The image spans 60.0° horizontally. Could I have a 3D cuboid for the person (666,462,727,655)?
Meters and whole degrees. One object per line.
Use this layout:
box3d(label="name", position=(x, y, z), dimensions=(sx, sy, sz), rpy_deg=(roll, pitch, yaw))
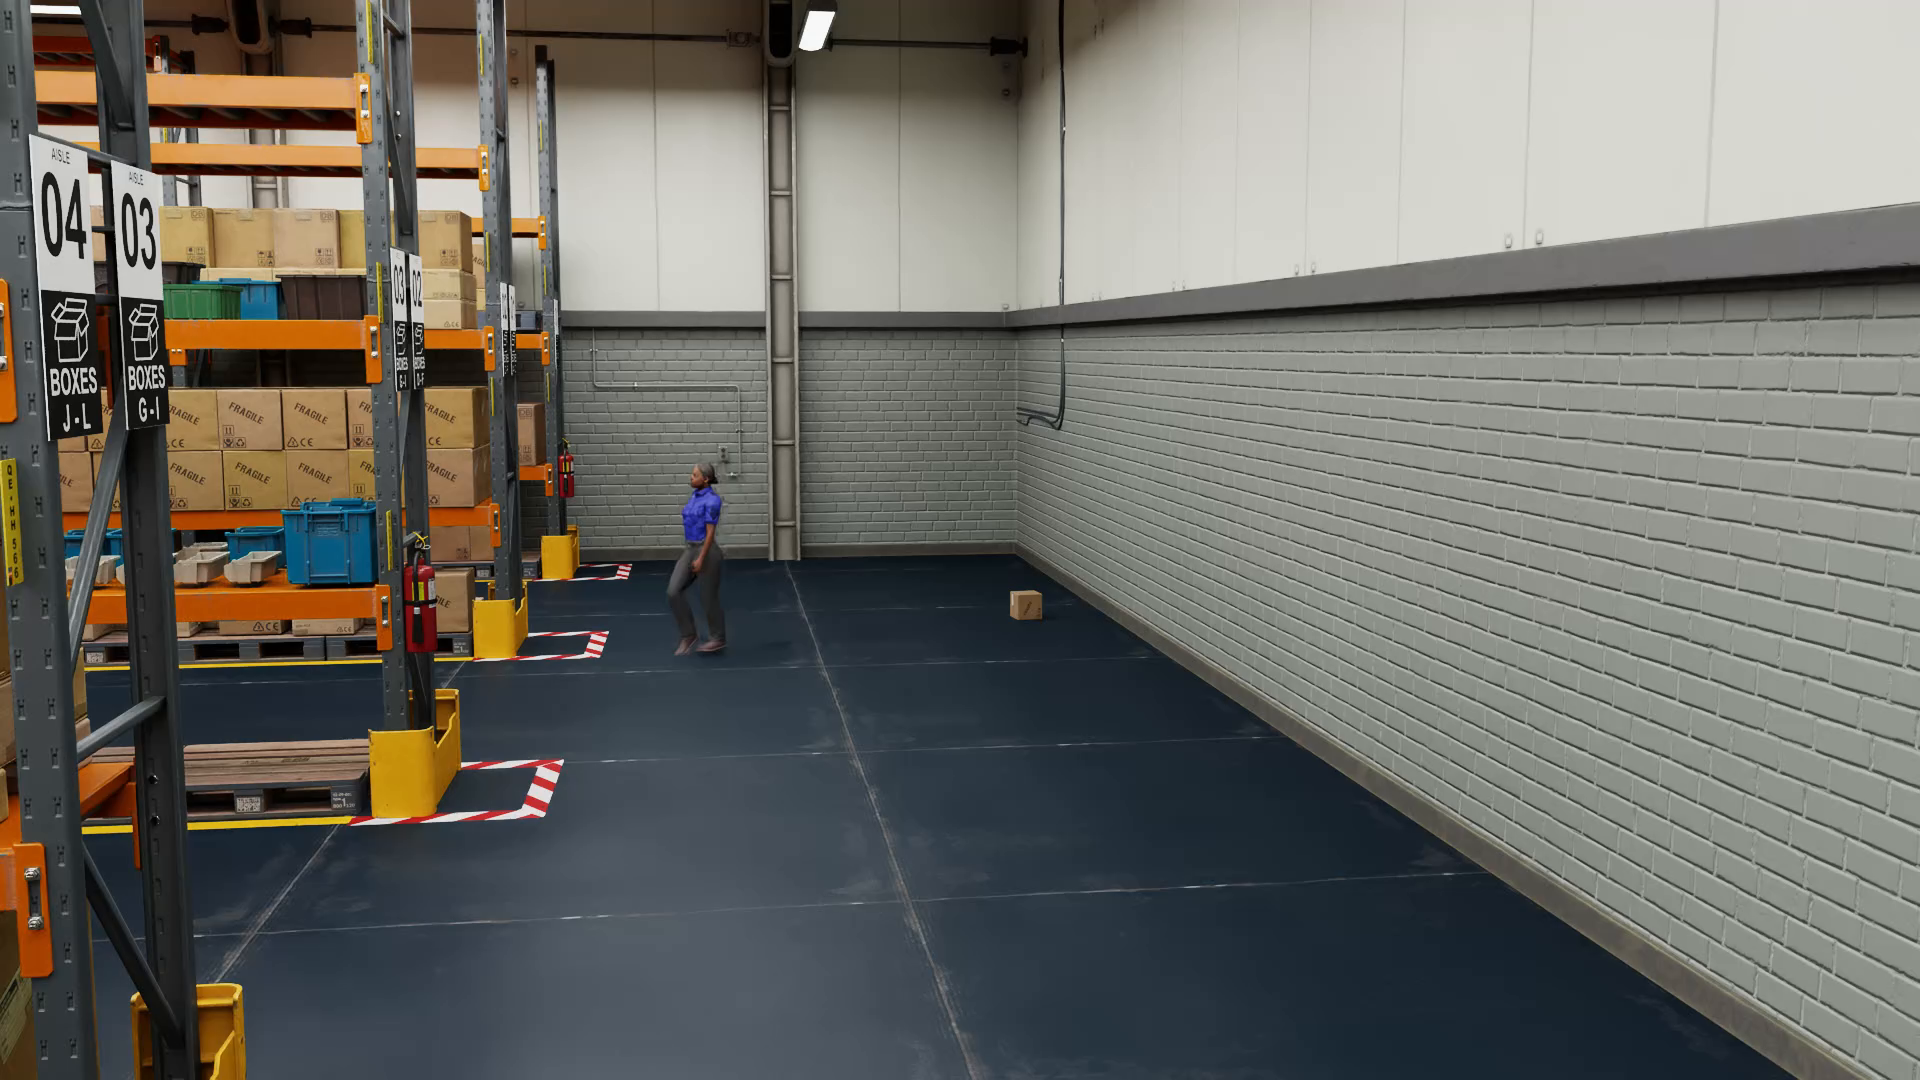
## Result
box3d(label="person", position=(-2.249, 0.186, 14.343), dimensions=(0.487, 1.709, 0.441), rpy_deg=(-5, 9, -39))
